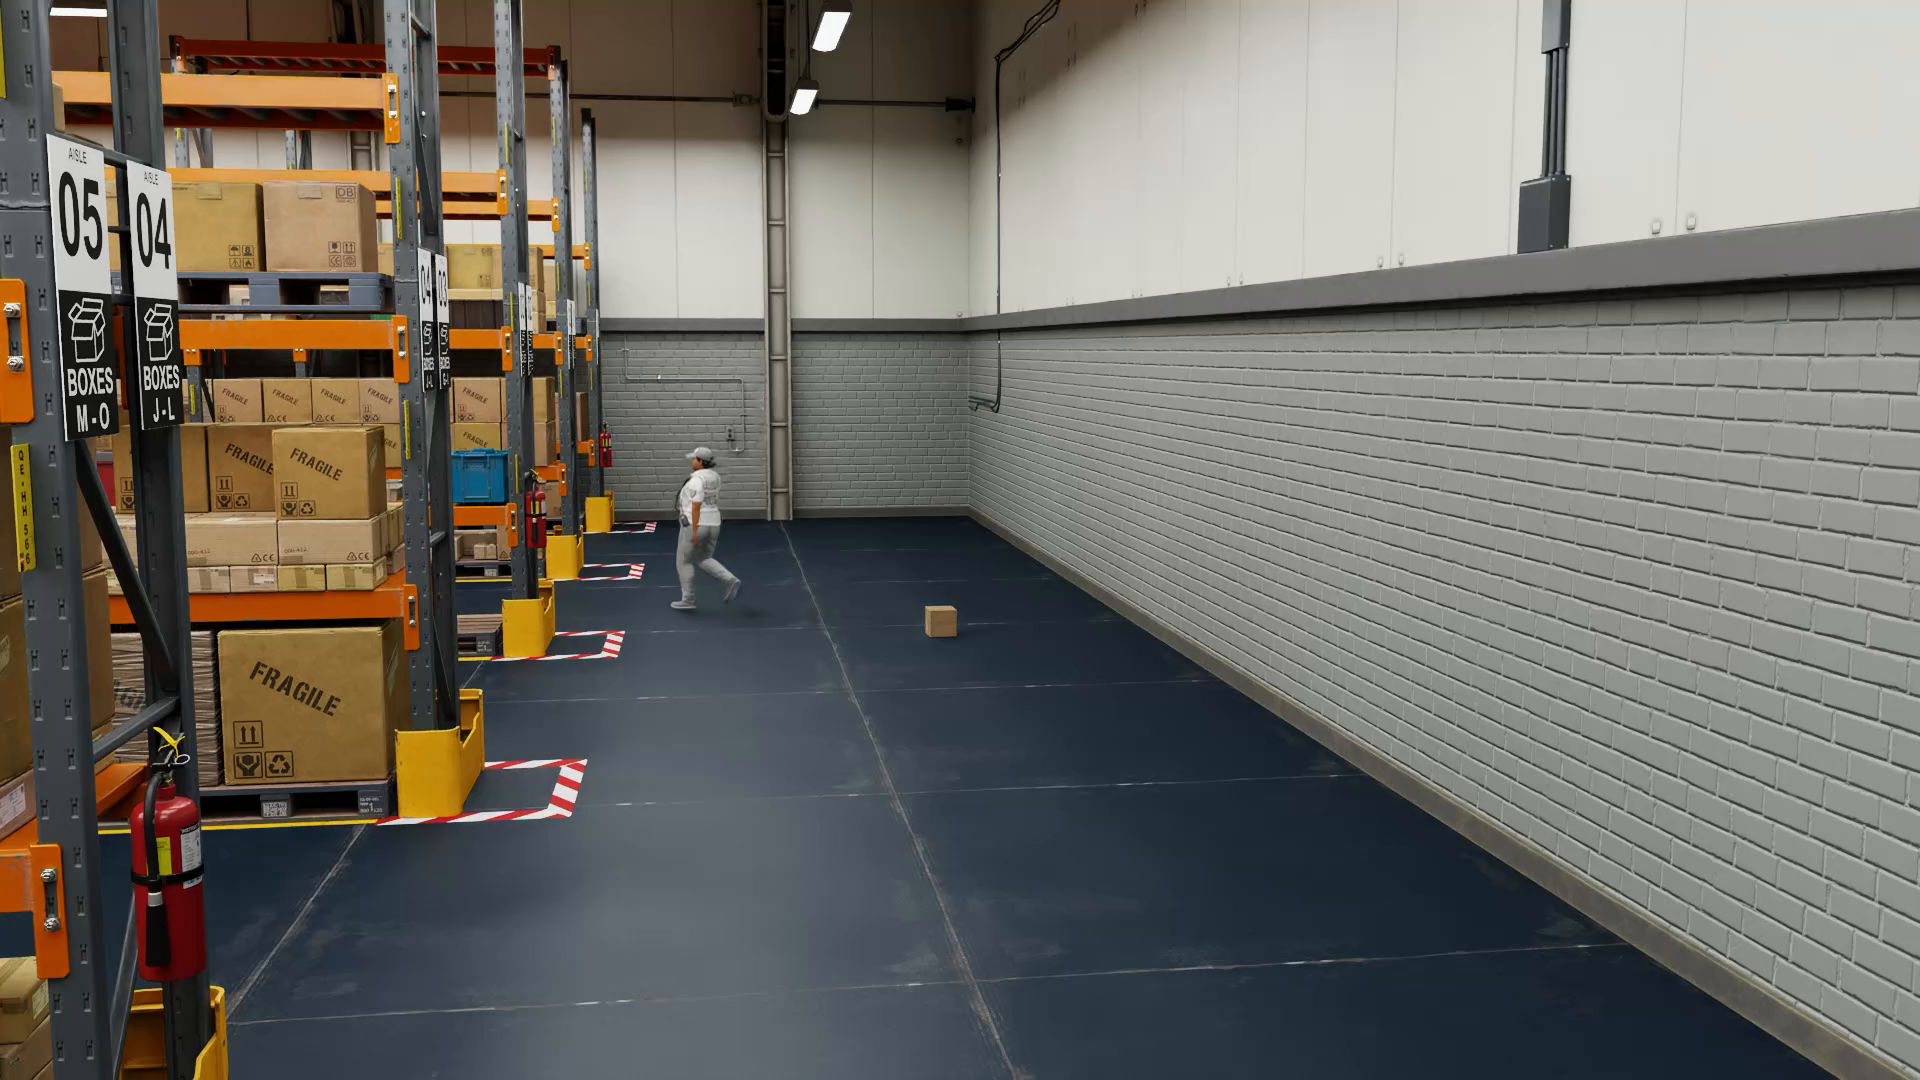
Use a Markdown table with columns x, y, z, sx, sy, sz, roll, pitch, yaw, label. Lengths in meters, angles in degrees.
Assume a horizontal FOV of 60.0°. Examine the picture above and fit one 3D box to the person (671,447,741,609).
| x | y | z | sx | sy | sz | roll | pitch | yaw | label |
| --- | --- | --- | --- | --- | --- | --- | --- | --- | --- |
| -2.585 | -0.118 | 16.728 | 0.699 | 1.639 | 0.479 | 3 | 7 | 28 | person |
